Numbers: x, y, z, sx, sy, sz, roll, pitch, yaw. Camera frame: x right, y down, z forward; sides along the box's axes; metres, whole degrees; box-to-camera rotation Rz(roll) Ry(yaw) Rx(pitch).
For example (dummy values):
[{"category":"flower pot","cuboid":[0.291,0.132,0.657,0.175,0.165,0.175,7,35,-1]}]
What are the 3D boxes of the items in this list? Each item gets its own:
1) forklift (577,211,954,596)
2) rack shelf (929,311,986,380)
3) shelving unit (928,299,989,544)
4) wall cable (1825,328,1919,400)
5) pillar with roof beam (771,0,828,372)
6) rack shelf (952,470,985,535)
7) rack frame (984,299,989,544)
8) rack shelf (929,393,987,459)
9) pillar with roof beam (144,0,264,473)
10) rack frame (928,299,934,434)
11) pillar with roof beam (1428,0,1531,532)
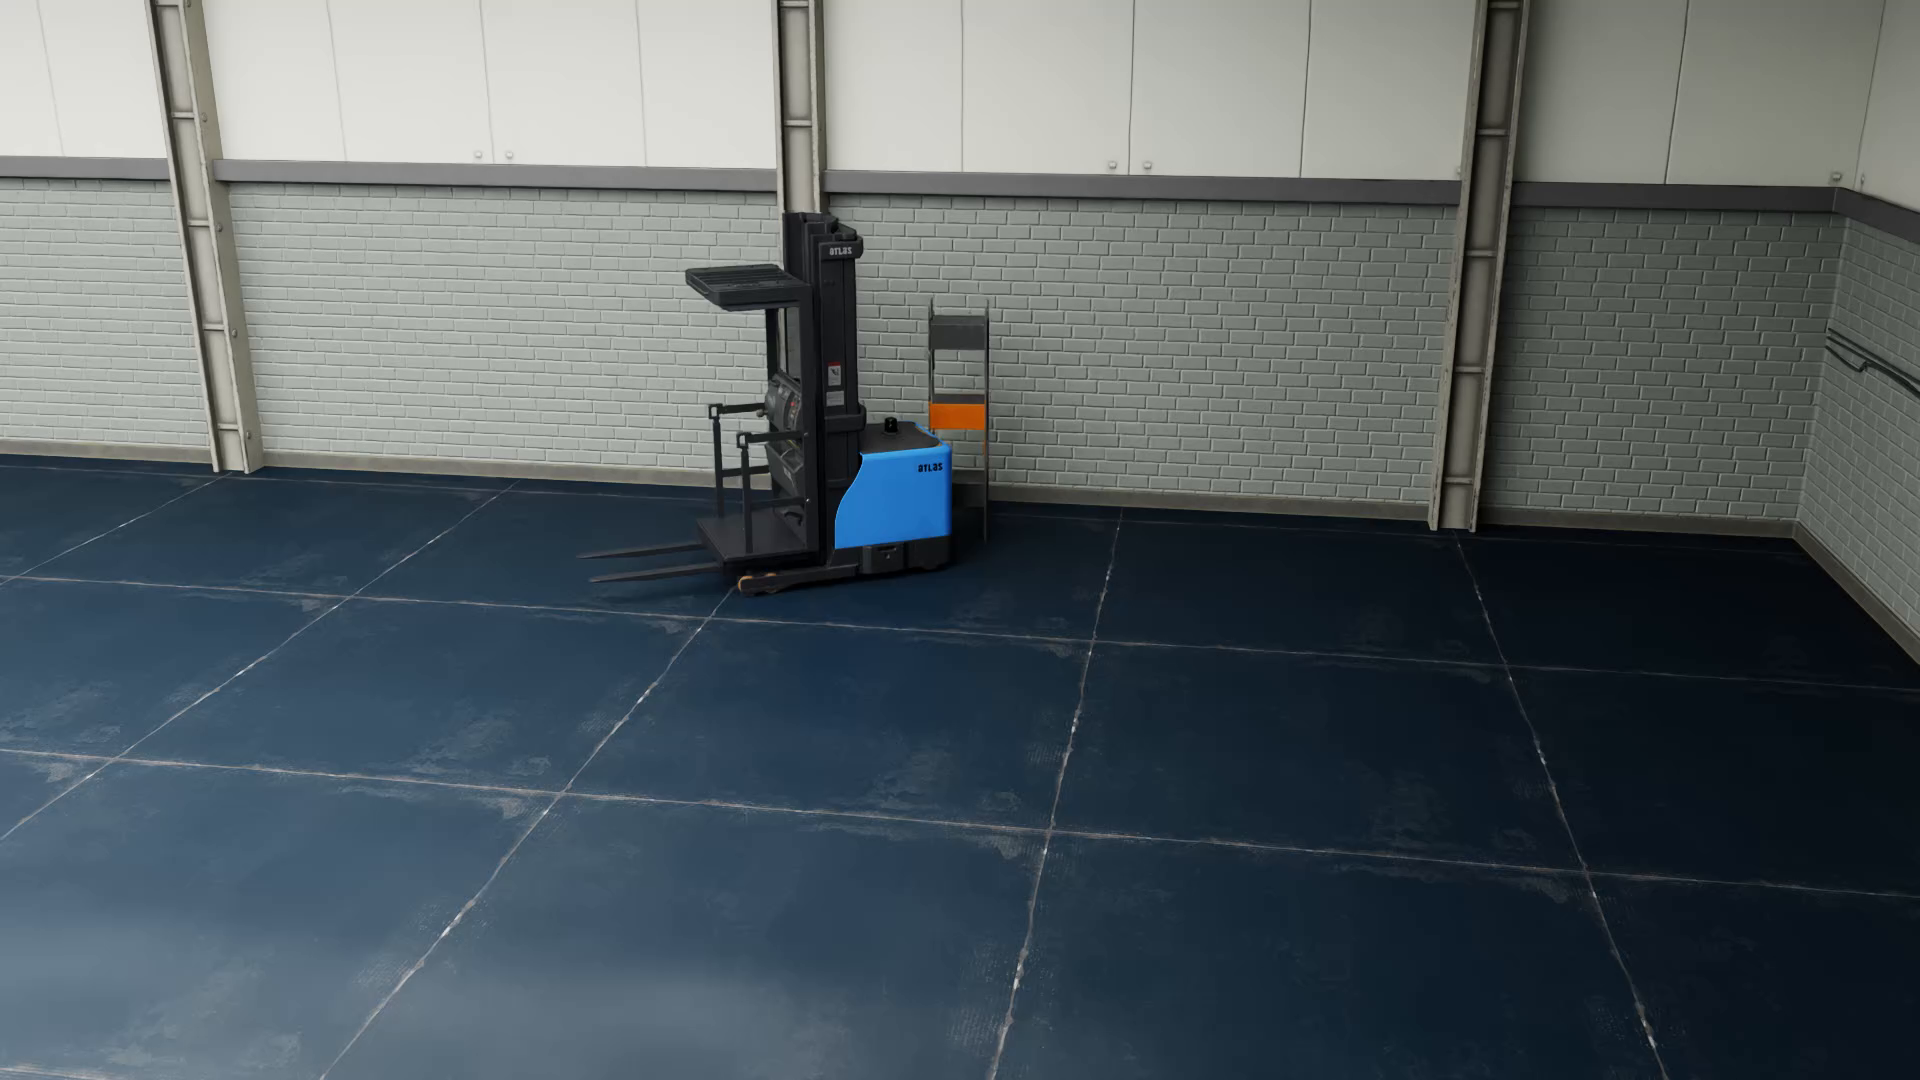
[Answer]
[{"category":"forklift","cuboid":[-1.624,-1.123,13.539,3.031,2.935,1.130,-7,20,-20]},{"category":"rack shelf","cuboid":[-0.010,-1.684,14.363,0.480,0.518,0.431,1,19,4]},{"category":"shelving unit","cuboid":[-0.010,-1.033,14.581,0.503,2.100,0.431,1,19,4]},{"category":"wall cable","cuboid":[7.188,-2.361,12.570,0.112,2.526,3.097,3,19,9]},{"category":"pillar with roof beam","cuboid":[-2.118,-3.349,10.630,0.400,9.000,9.100,3,19,9]},{"category":"rack shelf","cuboid":[-0.010,-0.356,14.807,0.480,0.518,0.431,1,19,4]},{"category":"rack frame","cuboid":[0.233,-1.028,14.565,0.015,2.100,0.400,1,19,4]},{"category":"rack shelf","cuboid":[-0.010,-1.020,14.585,0.480,0.518,0.431,1,19,4]},{"category":"pillar with roof beam","cuboid":[-8.042,-3.651,11.533,0.400,9.000,9.100,3,19,9]},{"category":"rack frame","cuboid":[-0.253,-1.038,14.596,0.015,2.100,0.400,1,19,4]},{"category":"pillar with roof beam","cuboid":[3.806,-3.047,9.728,0.400,9.000,9.100,3,19,9]}]
